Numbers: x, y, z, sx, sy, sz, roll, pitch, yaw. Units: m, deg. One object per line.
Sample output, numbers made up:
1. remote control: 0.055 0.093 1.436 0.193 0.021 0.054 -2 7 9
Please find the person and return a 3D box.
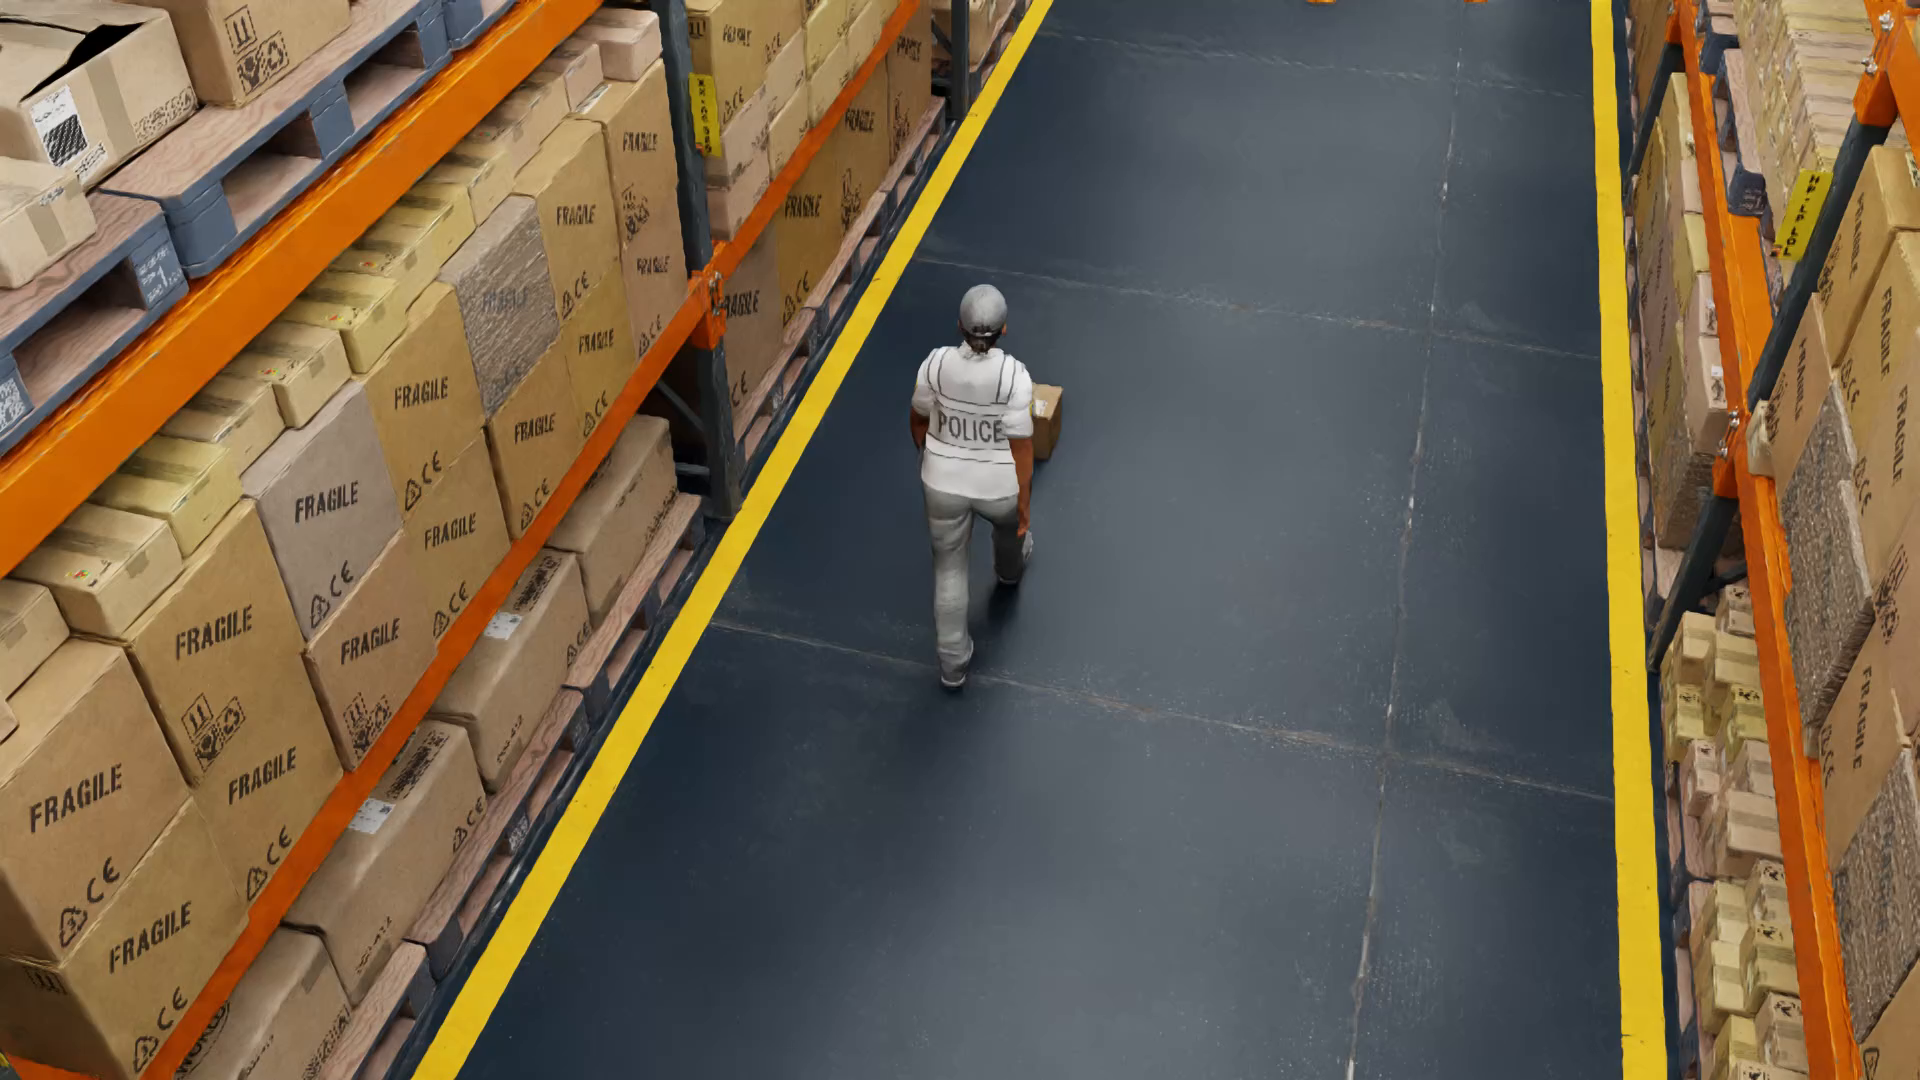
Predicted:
1. person: 0.053 -0.304 6.508 0.497 1.604 0.940 5 42 6
